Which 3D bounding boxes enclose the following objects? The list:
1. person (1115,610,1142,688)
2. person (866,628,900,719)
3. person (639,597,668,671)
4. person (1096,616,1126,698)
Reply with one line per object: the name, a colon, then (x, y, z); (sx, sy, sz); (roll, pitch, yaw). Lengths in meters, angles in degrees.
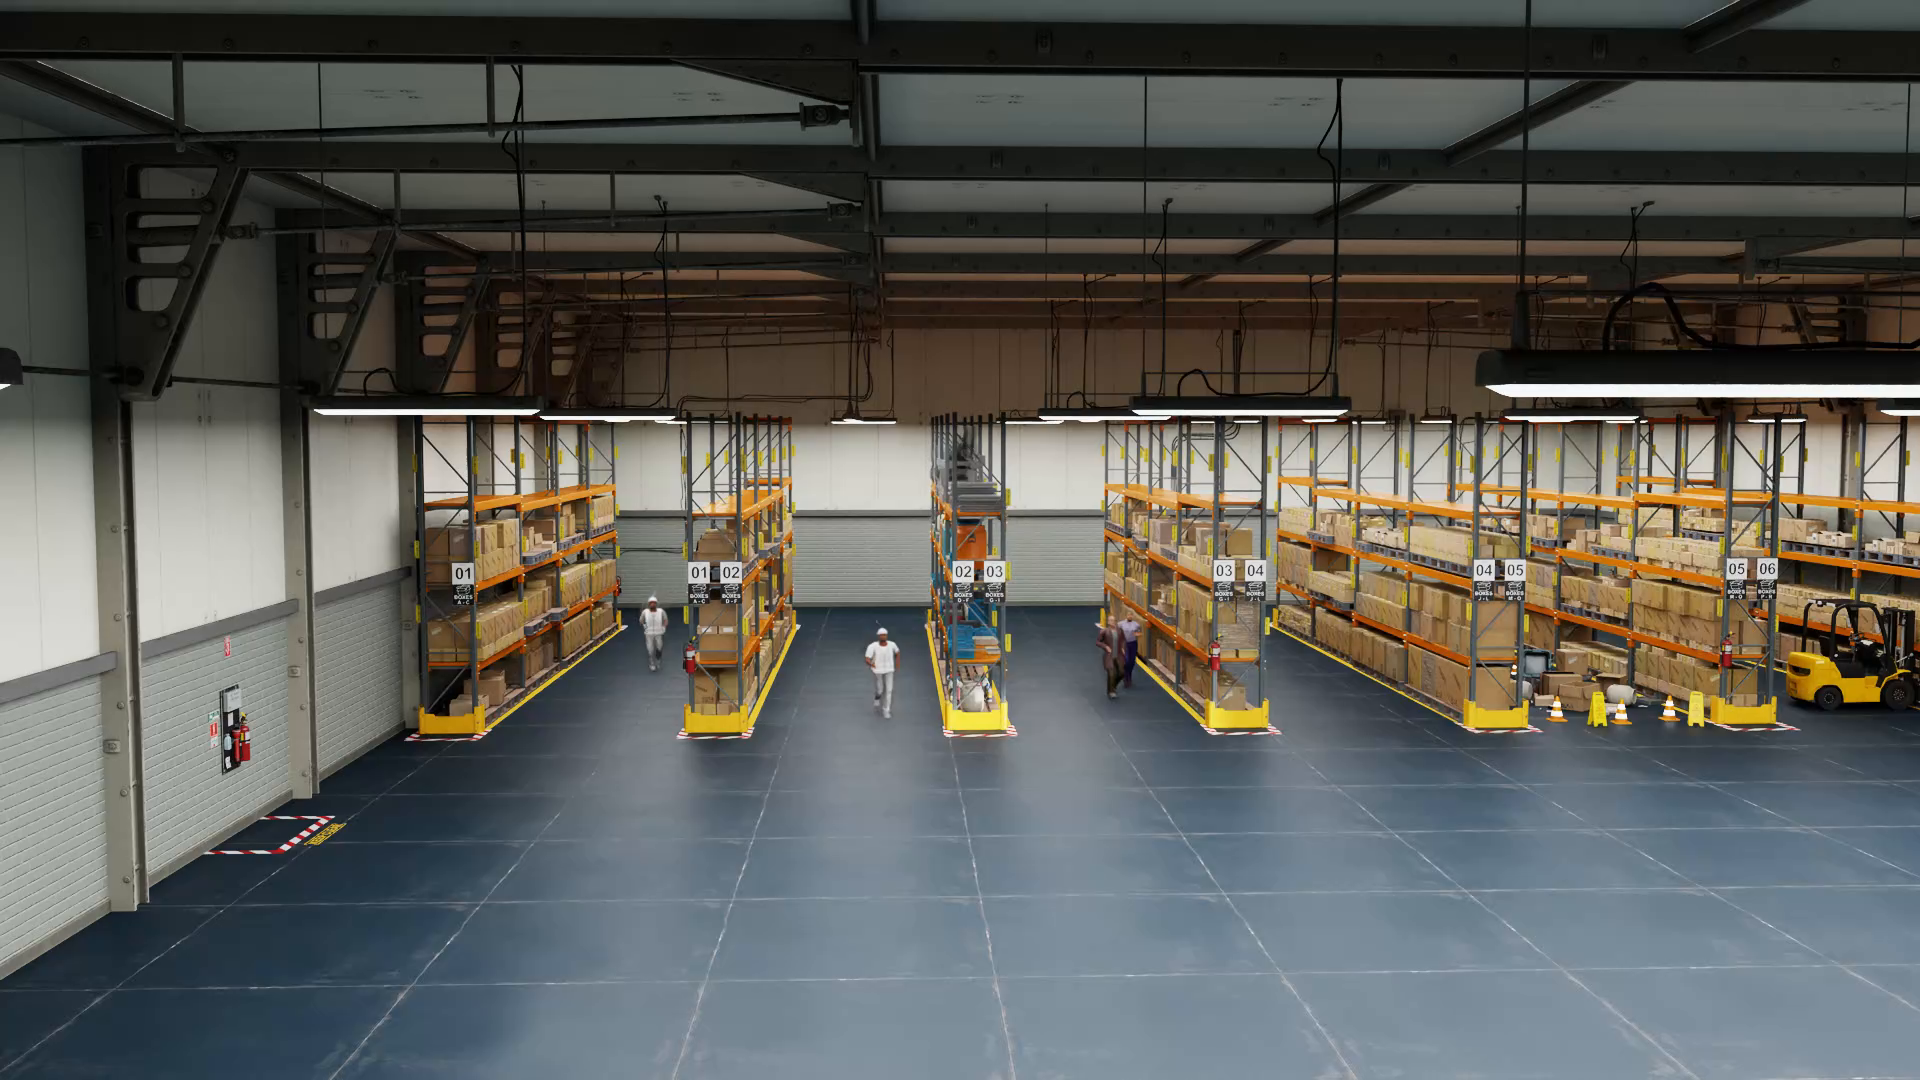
person: (3.734, 2.399, 36.831); (0.579, 1.711, 0.764); (-1, 4, -11)
person: (-1.511, 2.618, 32.949); (0.712, 1.754, 0.932); (-1, 4, -11)
person: (-7.143, 2.205, 38.784); (0.669, 1.737, 0.589); (-1, 4, -11)
person: (3.235, 2.464, 35.075); (0.703, 1.729, 0.651); (-1, 4, -15)
